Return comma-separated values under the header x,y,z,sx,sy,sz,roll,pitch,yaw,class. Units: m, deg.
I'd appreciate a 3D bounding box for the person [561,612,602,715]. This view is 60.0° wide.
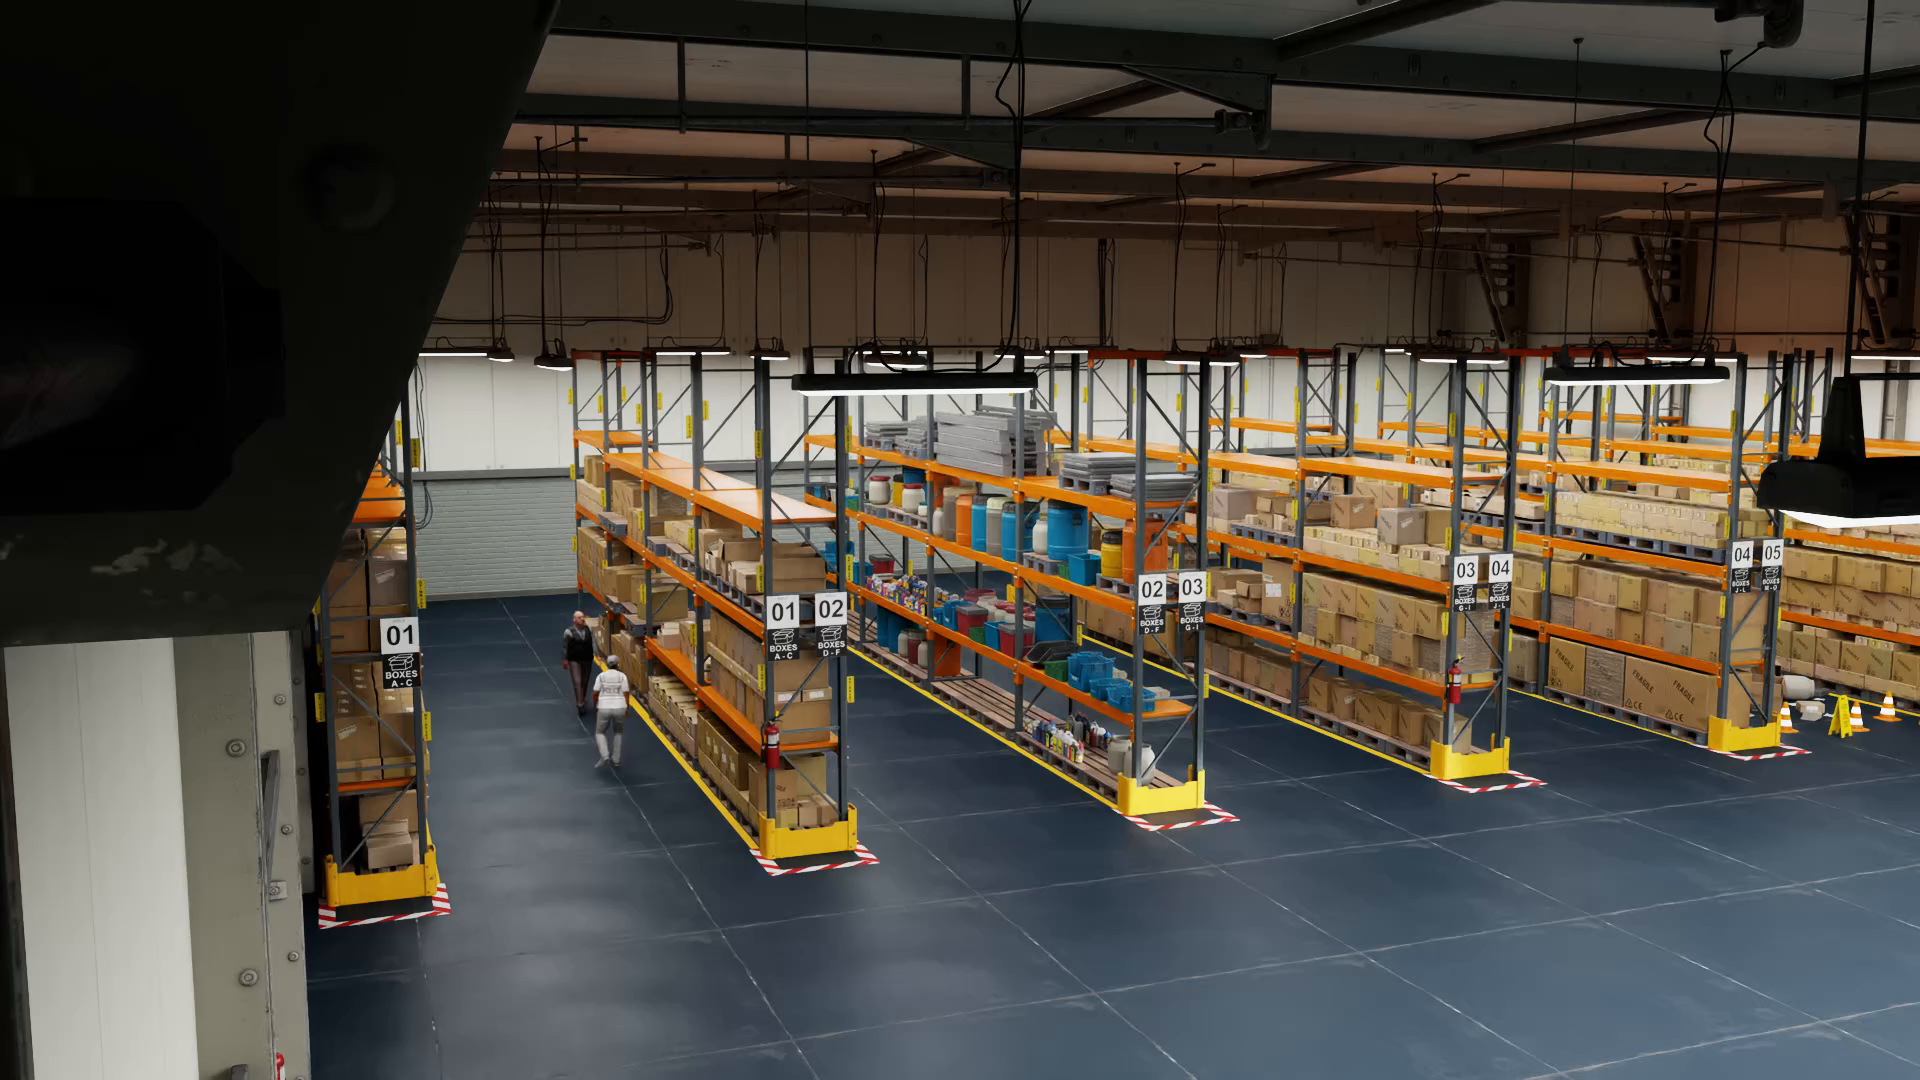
x,y,z,sx,sy,sz,roll,pitch,yaw,class
-6.357,2.028,27.904,0.628,1.665,1.068,-3,8,-23,person

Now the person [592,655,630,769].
x,y,z,sx,sy,sz,roll,pitch,yaw,class
-5.082,2.516,24.236,0.557,1.641,0.673,-2,7,-18,person
